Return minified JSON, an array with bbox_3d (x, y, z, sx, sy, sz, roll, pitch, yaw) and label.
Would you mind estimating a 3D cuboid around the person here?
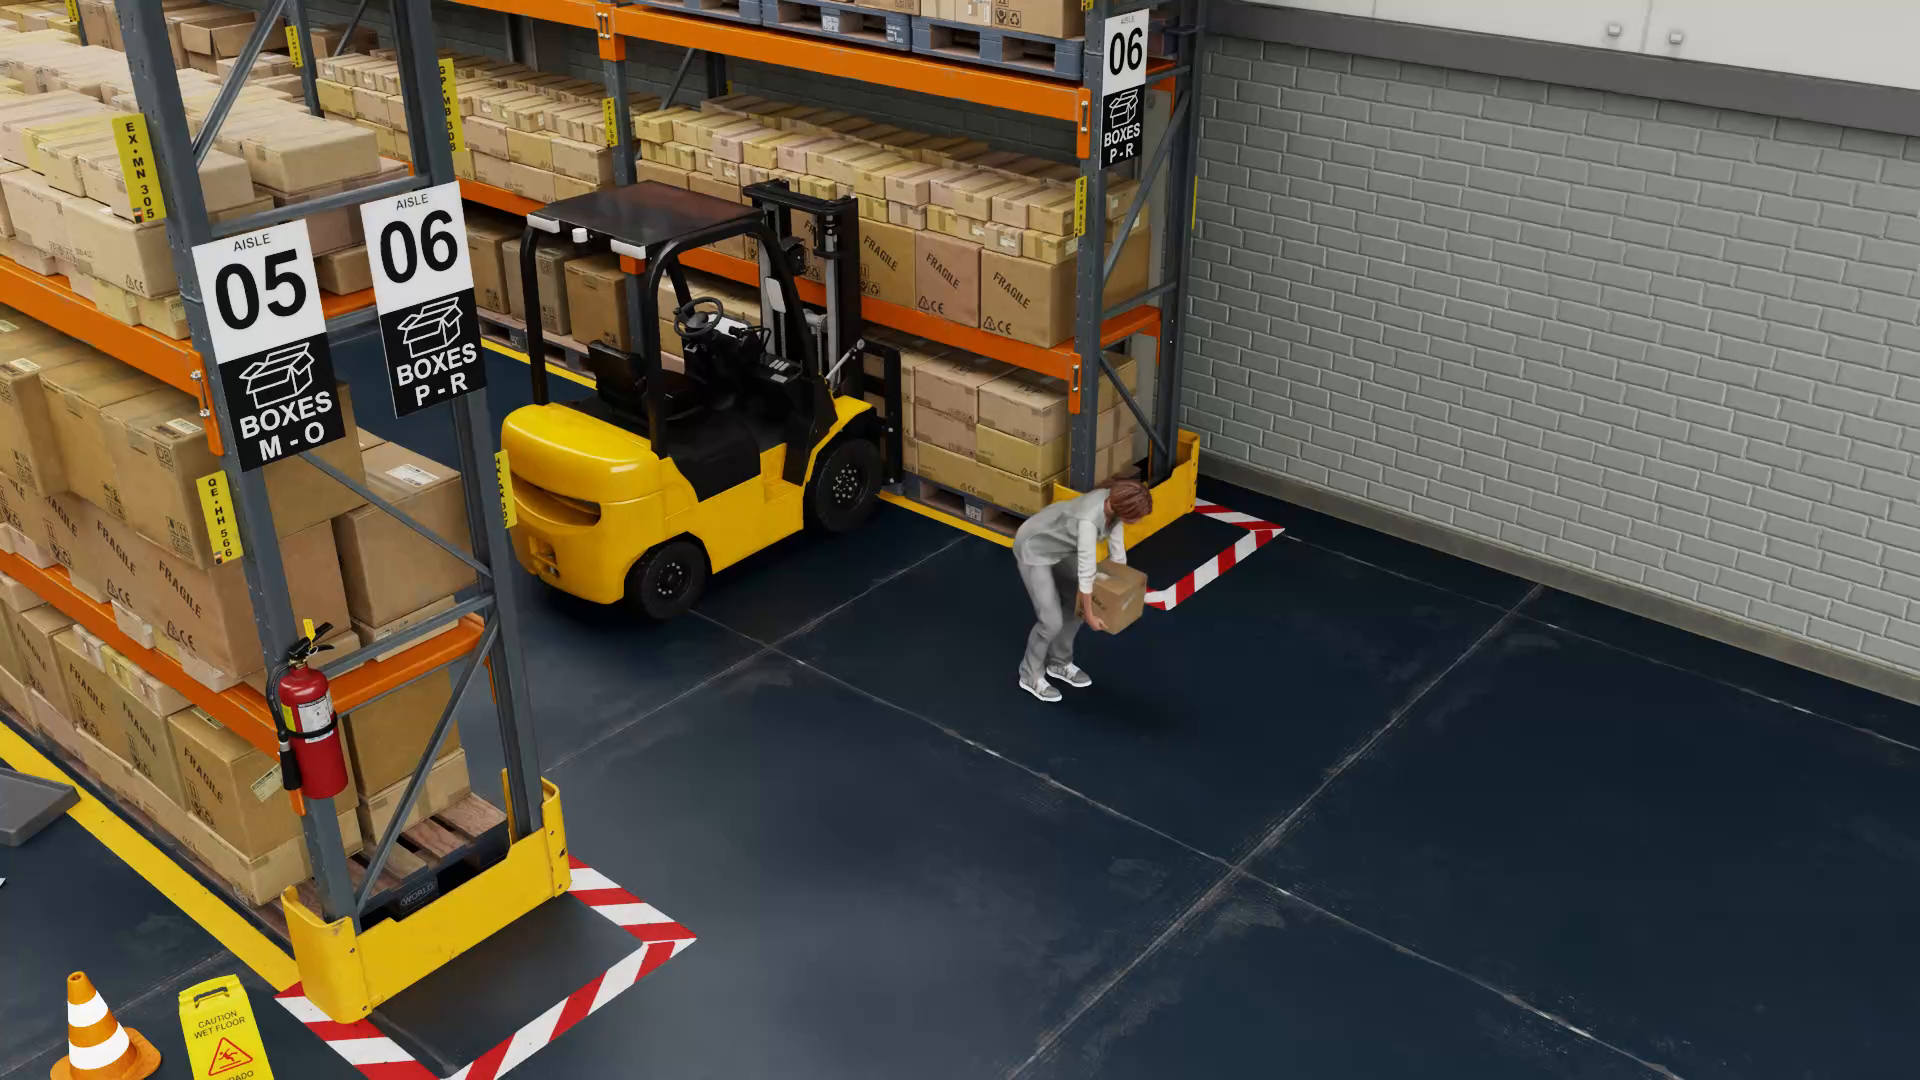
[{"bbox_3d":[0.615,0.239,8.482,0.757,1.317,0.382,20,34,33],"label":"person"}]
